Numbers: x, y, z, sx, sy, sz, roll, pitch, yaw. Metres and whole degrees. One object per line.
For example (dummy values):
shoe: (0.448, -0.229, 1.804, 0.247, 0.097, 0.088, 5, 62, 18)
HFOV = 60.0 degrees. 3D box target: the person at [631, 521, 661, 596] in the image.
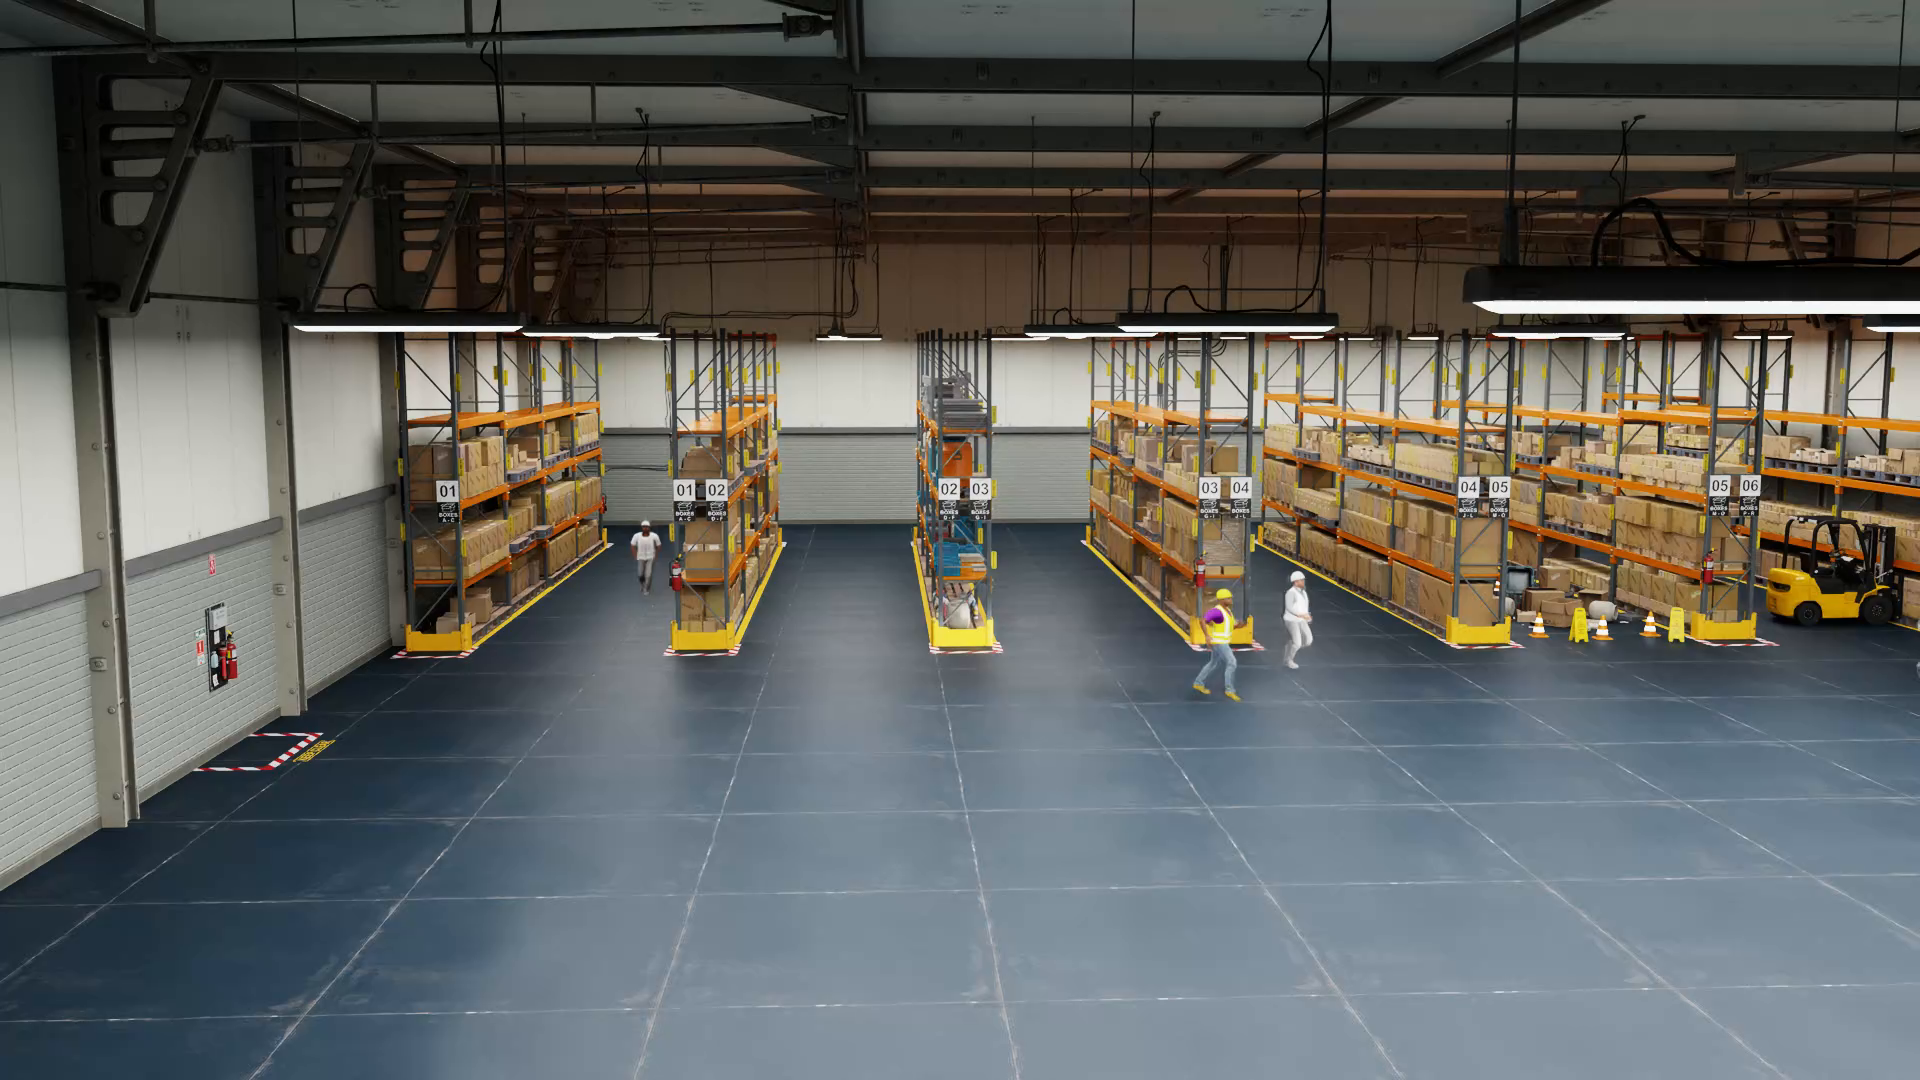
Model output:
person: (-7.135, 0.417, 37.780, 0.683, 1.719, 0.575, -1, 7, -8)

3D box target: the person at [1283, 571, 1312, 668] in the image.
person: (5.988, 1.409, 29.411, 0.612, 1.722, 0.646, 6, 9, 40)

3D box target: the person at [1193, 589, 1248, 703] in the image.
person: (4.189, 1.689, 26.770, 0.864, 1.820, 0.675, 2, 7, 18)

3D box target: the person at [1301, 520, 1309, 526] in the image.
person: (10.013, -0.818, 48.782, 0.756, 1.585, 0.538, 6, 9, 42)
